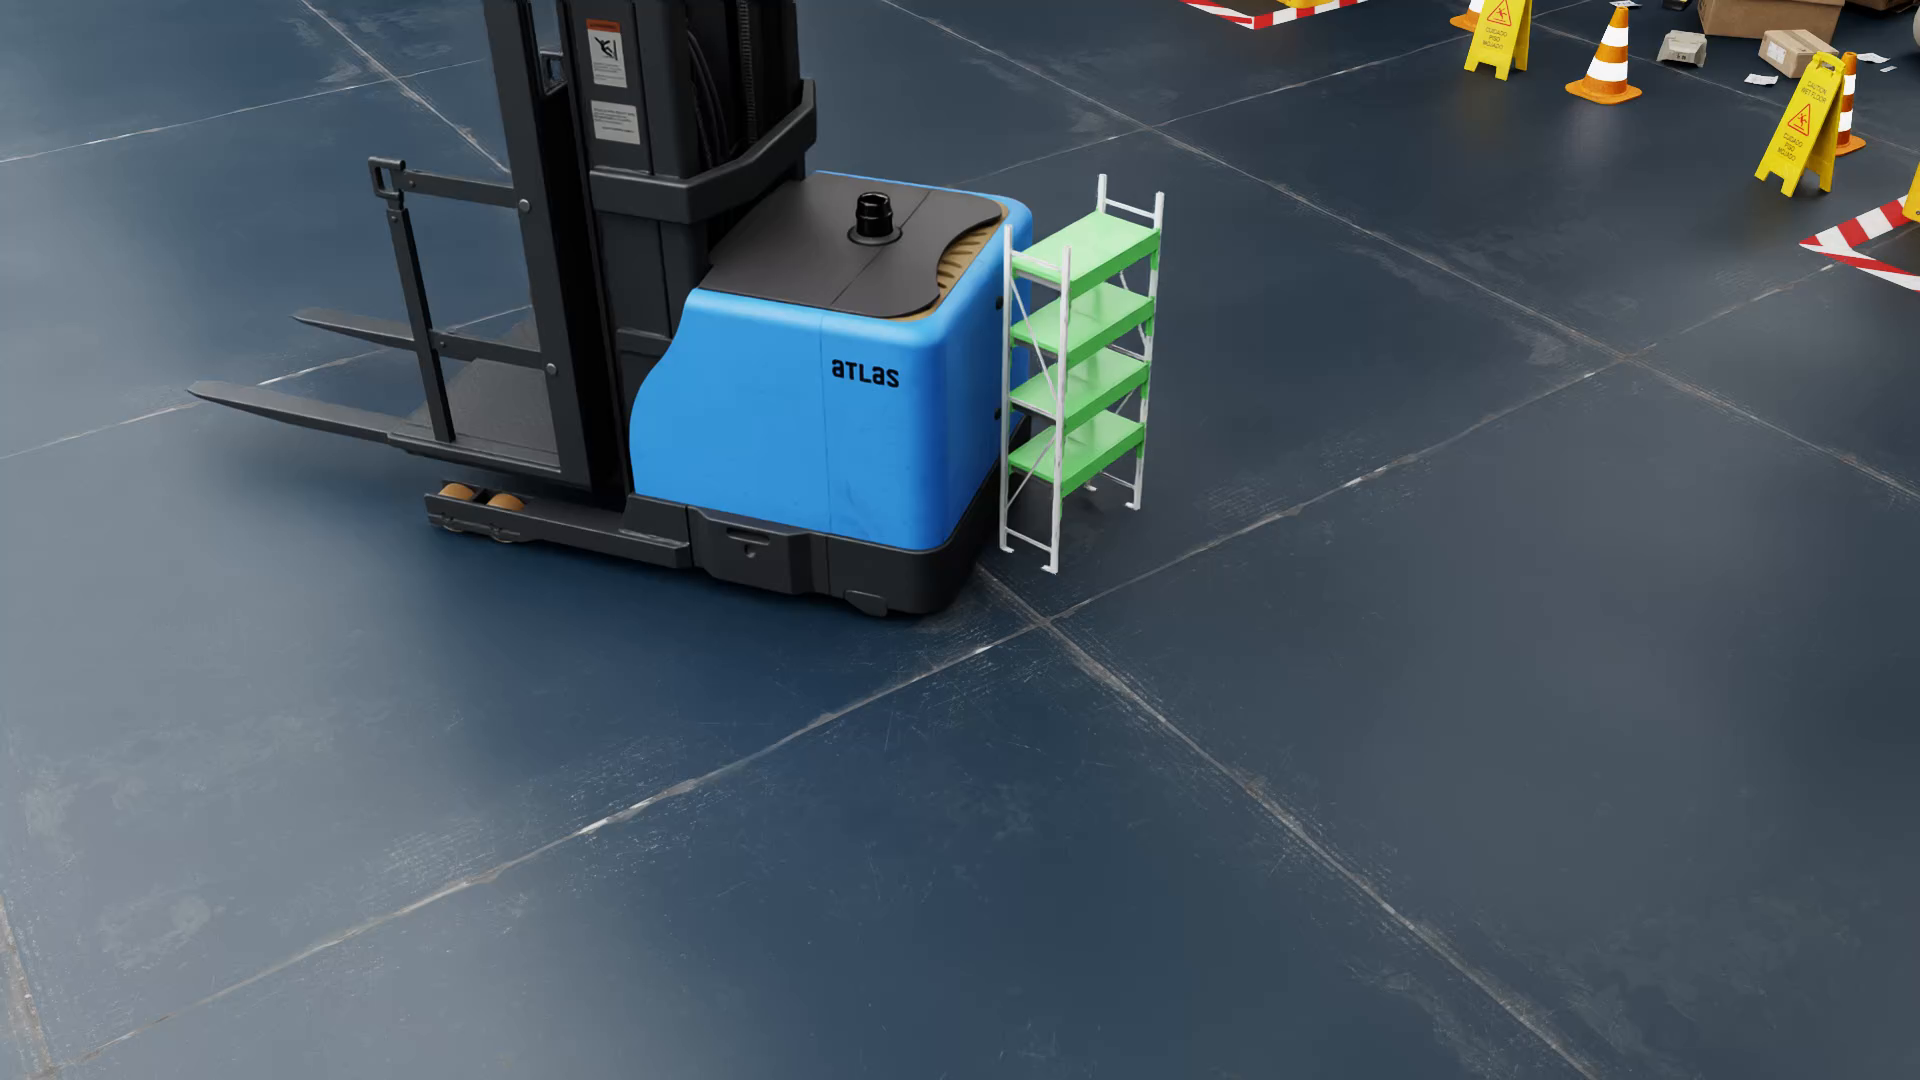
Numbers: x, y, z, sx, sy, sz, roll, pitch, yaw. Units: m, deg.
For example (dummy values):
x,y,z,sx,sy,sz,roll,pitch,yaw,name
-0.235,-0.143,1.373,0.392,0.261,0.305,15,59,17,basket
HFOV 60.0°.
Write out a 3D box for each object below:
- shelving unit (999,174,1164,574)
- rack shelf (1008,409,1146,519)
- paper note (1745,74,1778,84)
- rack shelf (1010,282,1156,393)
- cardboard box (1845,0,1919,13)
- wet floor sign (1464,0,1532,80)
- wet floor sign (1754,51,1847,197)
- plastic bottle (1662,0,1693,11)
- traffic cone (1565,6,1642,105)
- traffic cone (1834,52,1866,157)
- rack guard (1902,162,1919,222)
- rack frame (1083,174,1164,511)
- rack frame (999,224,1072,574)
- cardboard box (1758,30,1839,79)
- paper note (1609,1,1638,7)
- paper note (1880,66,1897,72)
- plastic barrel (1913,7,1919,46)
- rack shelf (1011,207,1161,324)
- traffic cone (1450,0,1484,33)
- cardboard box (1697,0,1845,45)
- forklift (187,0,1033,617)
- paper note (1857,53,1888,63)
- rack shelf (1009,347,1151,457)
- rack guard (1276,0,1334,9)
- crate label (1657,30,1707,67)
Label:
x,y,z,sx,sy,sz,roll,pitch,yaw,name
0.387,-0.529,5.458,0.258,1.200,0.503,26,43,31,shelving unit
0.387,-0.282,5.635,0.258,0.148,0.480,26,43,31,rack shelf
4.493,-2.586,9.319,0.148,0.019,0.142,22,41,28,paper note
0.387,-0.672,5.355,0.258,0.148,0.480,26,43,31,rack shelf
5.604,-3.682,10.323,0.503,0.637,0.797,-22,41,-28,cardboard box
3.050,-2.941,9.287,0.267,0.644,0.232,30,45,35,wet floor sign
4.096,-2.014,7.998,0.232,0.644,0.267,-9,37,-12,wet floor sign
4.505,-3.387,10.407,0.133,0.061,0.283,22,41,28,plastic bottle
3.558,-2.669,9.065,0.334,0.463,0.336,-22,41,-28,traffic cone
4.476,-2.254,8.487,0.334,0.463,0.336,-22,41,-28,traffic cone
4.930,-1.534,7.455,0.348,0.500,1.175,-22,41,-28,rack guard
0.542,-0.639,5.611,0.240,1.200,0.015,26,43,31,rack frame
0.232,-0.419,5.305,0.240,1.200,0.015,26,43,31,rack frame
4.775,-2.771,9.475,0.250,0.149,0.380,-3,36,-4,cardboard box
4.159,-3.349,10.381,0.142,0.017,0.144,-9,37,-12,paper note
5.289,-2.683,9.472,0.123,0.001,0.032,-22,41,-28,paper note
5.684,-2.895,9.412,0.421,0.421,0.512,3,36,4,plastic barrel
0.387,-0.867,5.215,0.258,0.148,0.480,26,43,31,rack shelf
3.185,-3.323,9.974,0.334,0.463,0.336,-22,41,-28,traffic cone
4.845,-3.309,9.920,0.797,0.503,0.637,9,37,12,cardboard box
-1.320,-1.458,5.267,3.031,2.935,1.130,11,37,15,forklift
5.274,-2.795,9.620,0.142,0.019,0.148,-9,37,-12,paper note
0.387,-0.477,5.495,0.258,0.148,0.480,26,43,31,rack shelf
1.914,-3.829,10.645,0.348,0.500,1.175,-22,41,-28,rack guard
4.165,-2.831,9.569,0.250,0.136,0.298,15,38,20,crate label
